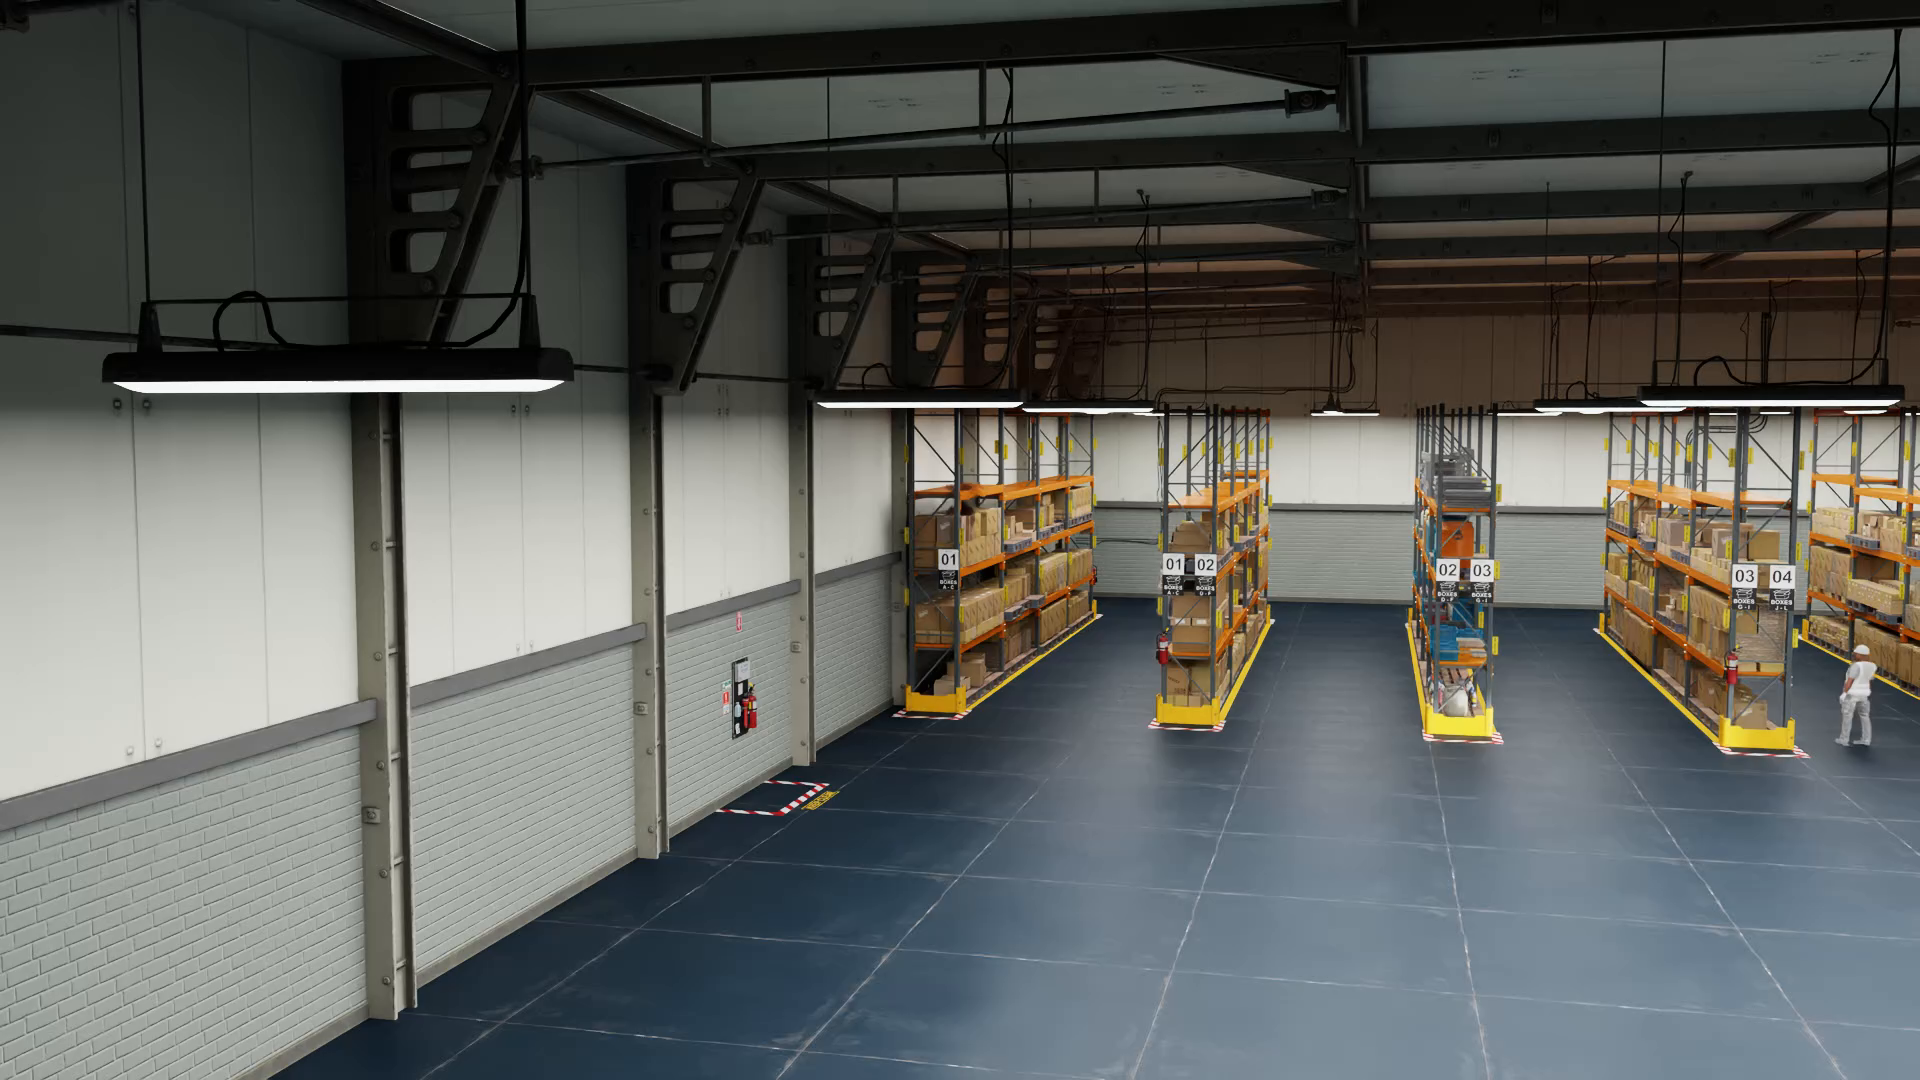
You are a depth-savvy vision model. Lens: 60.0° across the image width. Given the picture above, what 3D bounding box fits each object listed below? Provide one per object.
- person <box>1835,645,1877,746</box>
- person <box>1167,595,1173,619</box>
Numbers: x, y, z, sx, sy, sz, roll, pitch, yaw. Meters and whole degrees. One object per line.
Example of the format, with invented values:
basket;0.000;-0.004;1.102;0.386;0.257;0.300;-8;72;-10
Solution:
person;15.689;2.715;29.107;0.614;1.785;0.520;0;4;-3
person;6.093;1.412;47.801;0.499;1.691;0.534;-2;4;-20
